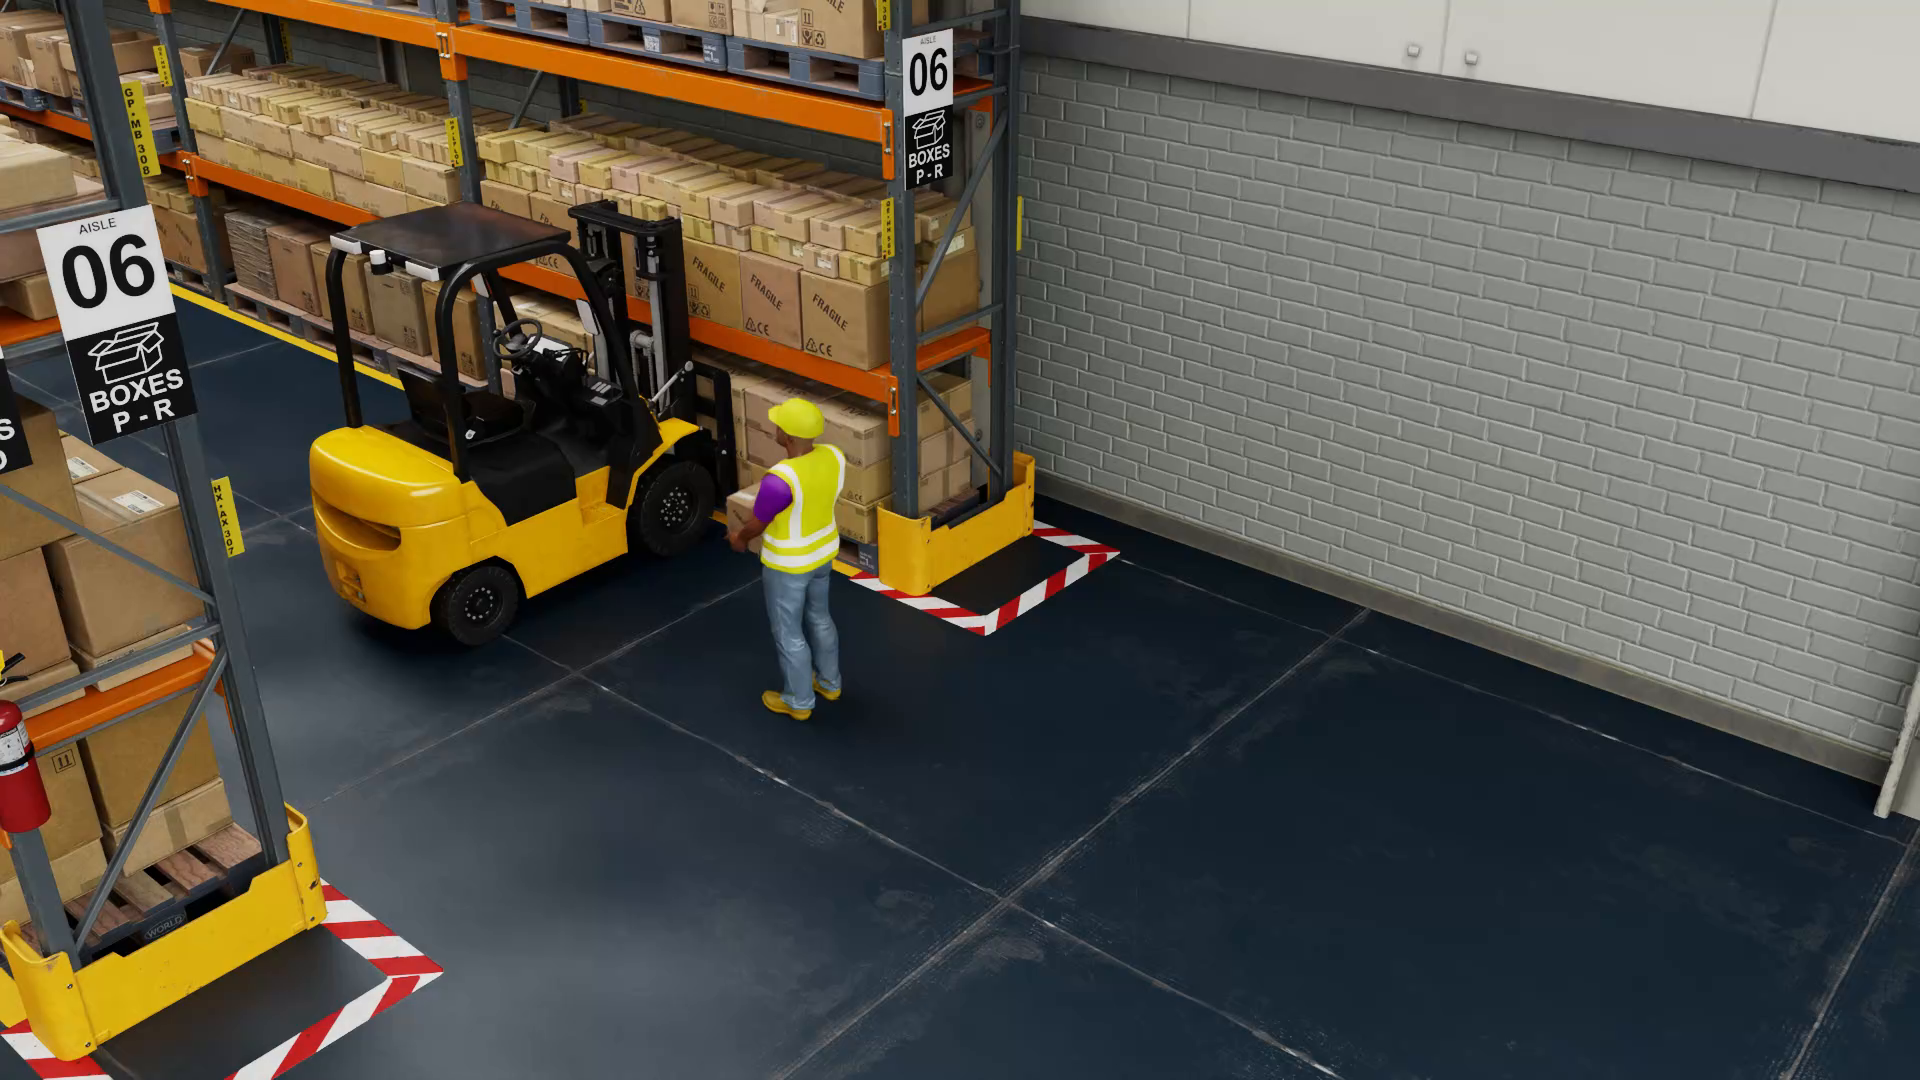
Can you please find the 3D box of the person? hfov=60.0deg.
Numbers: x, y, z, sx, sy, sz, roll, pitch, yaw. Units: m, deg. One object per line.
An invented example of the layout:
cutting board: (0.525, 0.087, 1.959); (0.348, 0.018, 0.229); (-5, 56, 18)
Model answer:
person: (-0.815, 0.081, 8.434); (0.402, 1.769, 0.460); (18, 32, 31)
